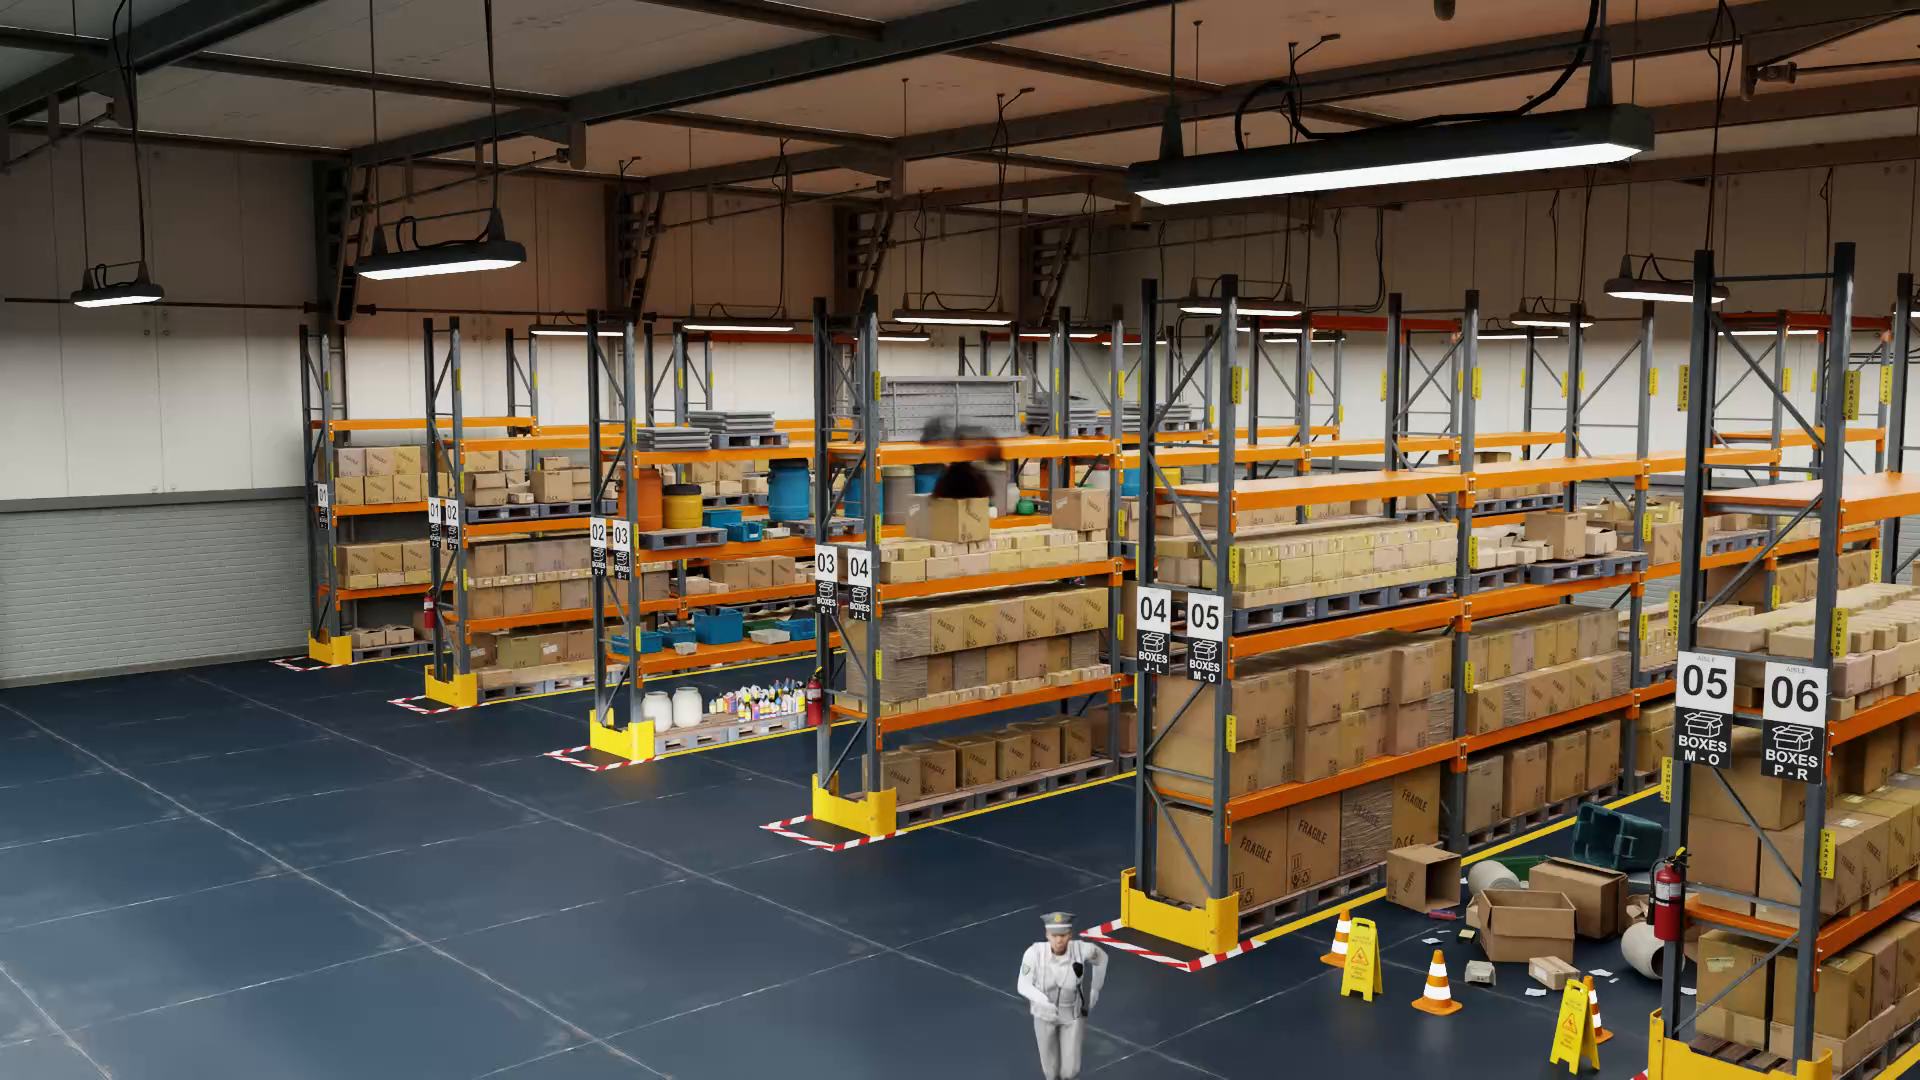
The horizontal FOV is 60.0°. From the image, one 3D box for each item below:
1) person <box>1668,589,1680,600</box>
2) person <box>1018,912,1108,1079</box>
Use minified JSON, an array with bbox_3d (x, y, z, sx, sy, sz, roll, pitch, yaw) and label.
[{"bbox_3d":[11.201,1.668,26.057,0.969,1.823,0.664,-4,7,-34],"label":"person"},{"bbox_3d":[0.688,3.247,11.187,0.597,1.628,0.660,1,6,7],"label":"person"}]
